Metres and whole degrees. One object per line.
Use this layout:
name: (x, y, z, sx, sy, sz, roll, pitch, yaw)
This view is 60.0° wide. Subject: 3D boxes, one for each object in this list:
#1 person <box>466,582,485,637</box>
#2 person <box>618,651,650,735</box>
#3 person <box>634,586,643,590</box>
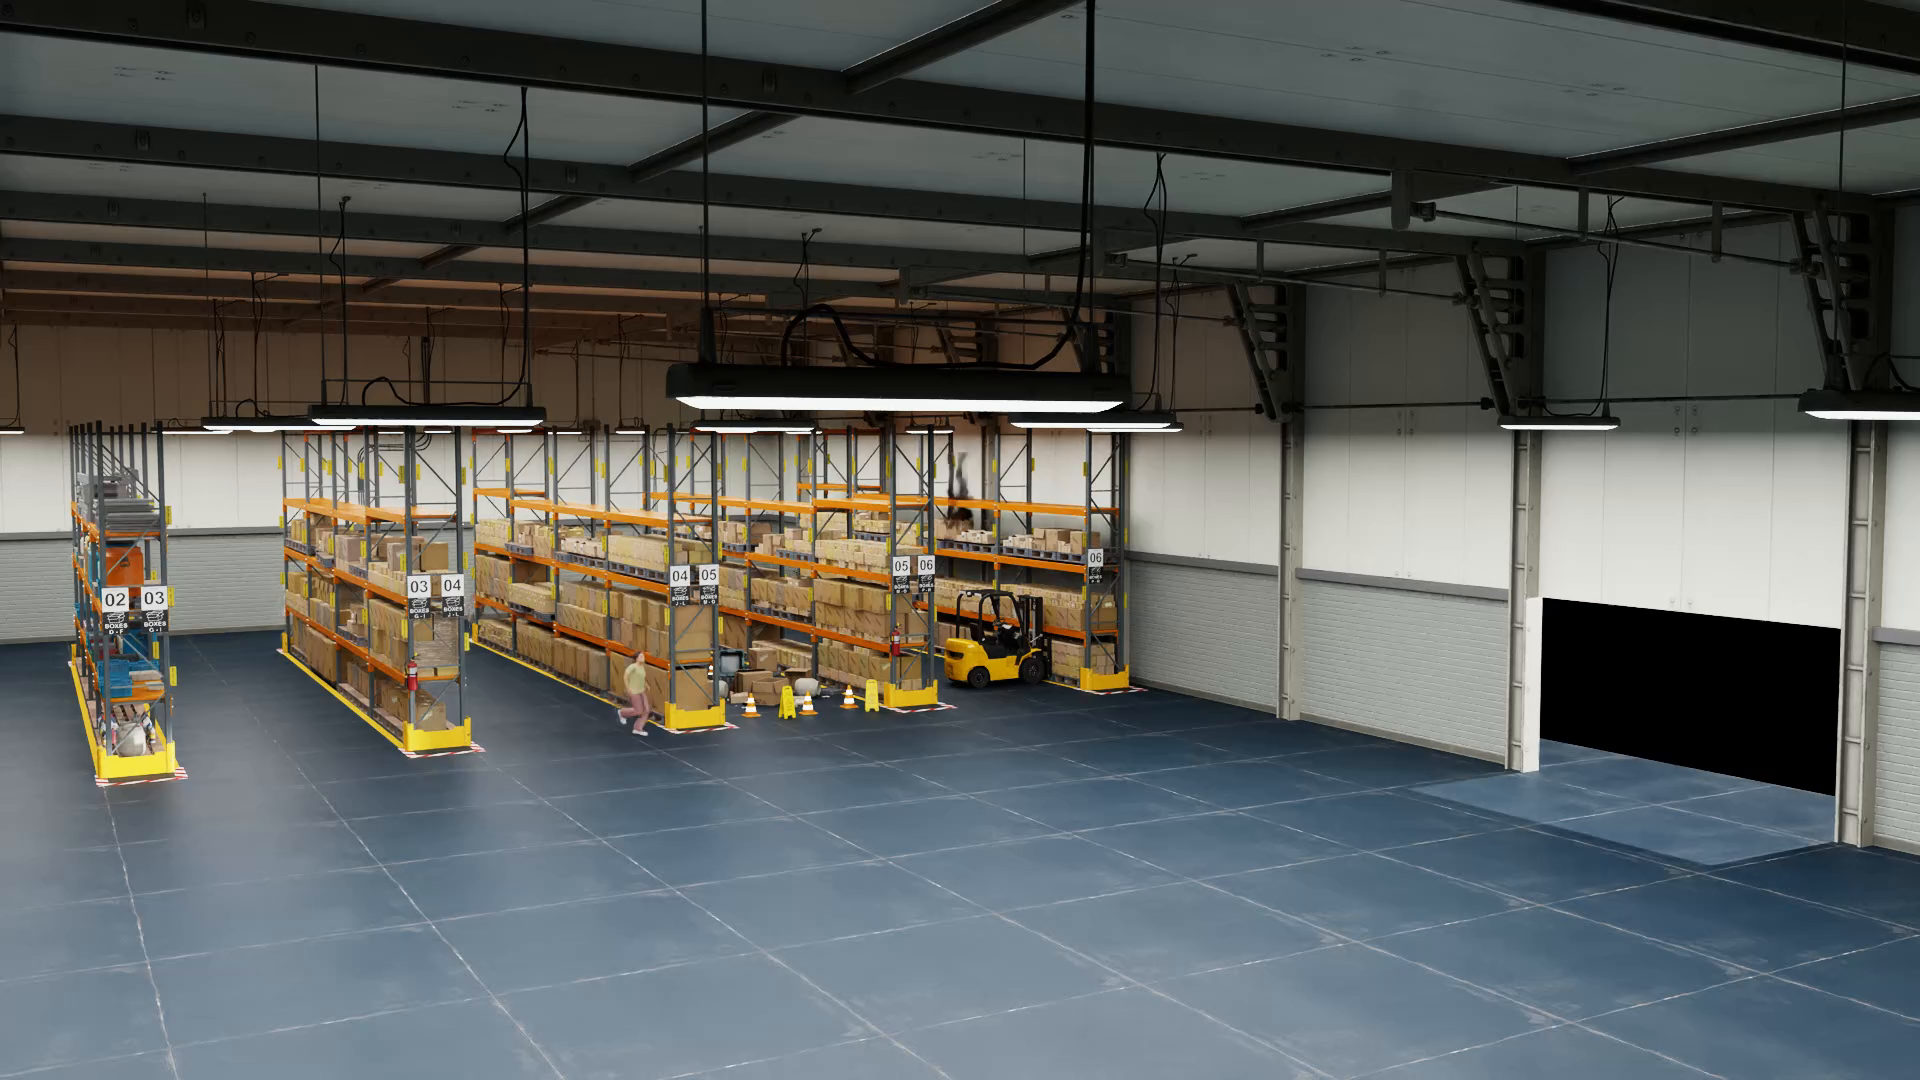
person: (-13.818, 1.963, 47.553, 0.536, 1.670, 0.715, -3, 4, -38)
person: (-6.284, 2.938, 32.038, 0.639, 1.619, 0.588, 2, 4, 24)
person: (-9.637, 1.743, 50.864, 0.854, 1.705, 0.596, -3, 5, -44)
